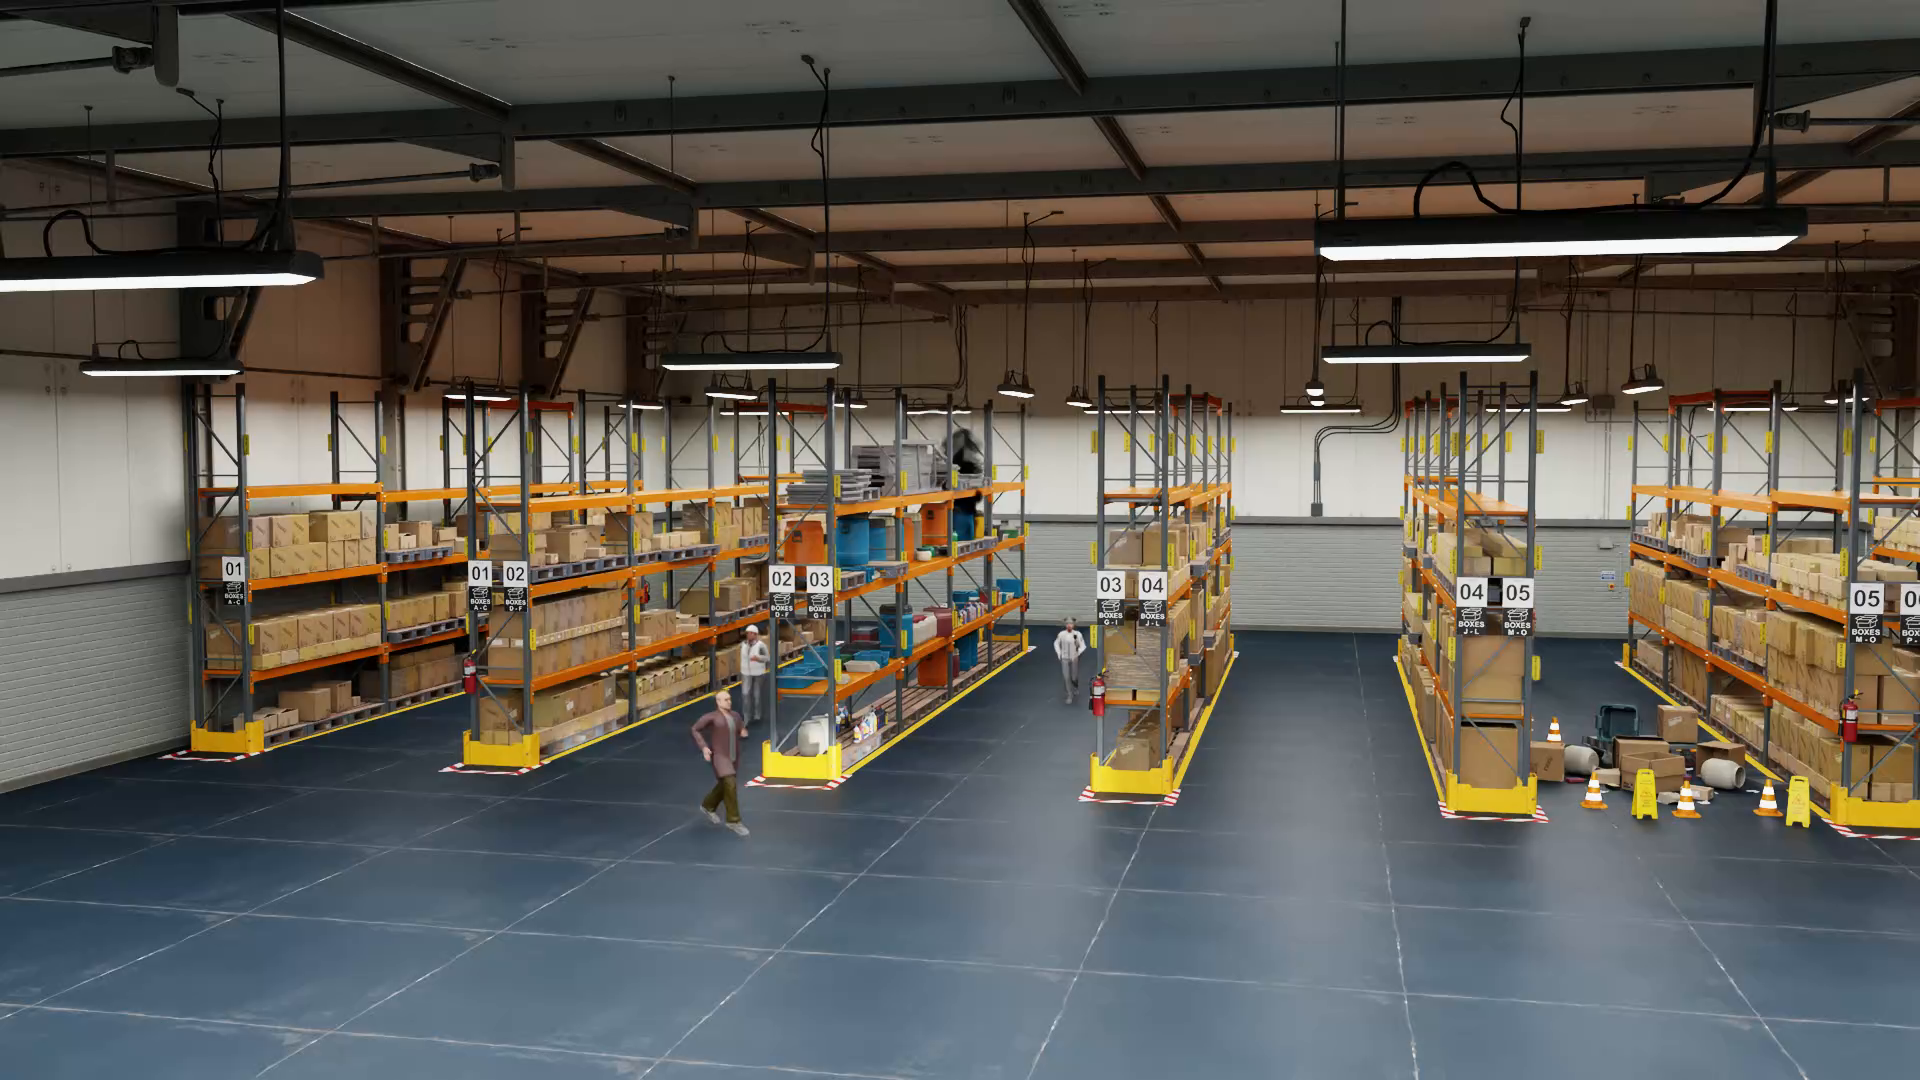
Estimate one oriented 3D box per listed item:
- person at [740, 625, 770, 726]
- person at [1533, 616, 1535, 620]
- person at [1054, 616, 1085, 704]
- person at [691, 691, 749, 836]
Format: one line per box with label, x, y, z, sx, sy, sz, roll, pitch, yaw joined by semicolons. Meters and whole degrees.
person;-3.689;2.434;29.763;0.626;1.838;0.763;1;3;9
person;12.127;2.053;36.287;0.649;1.762;0.915;0;3;-4
person;2.132;2.318;32.428;0.627;1.680;0.635;1;3;9
person;-3.058;2.859;21.540;0.988;1.809;0.682;2;4;35
